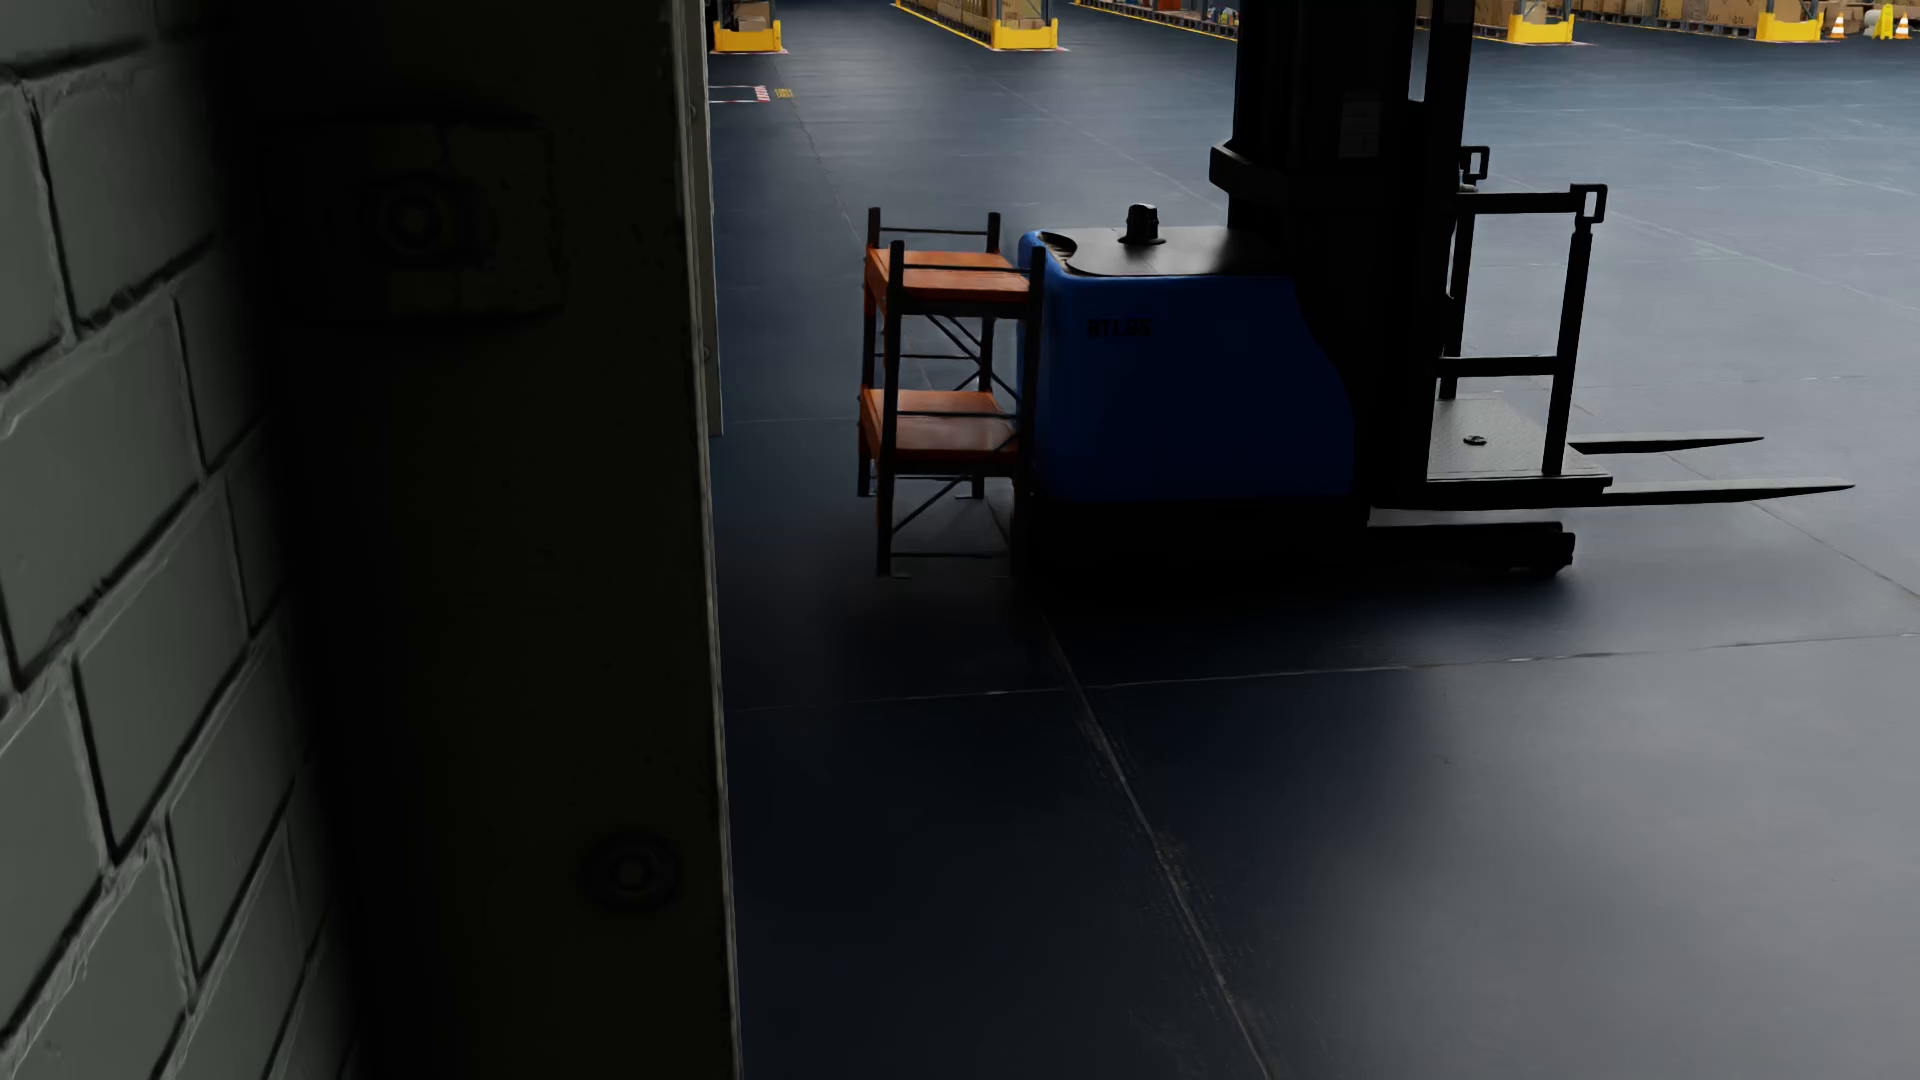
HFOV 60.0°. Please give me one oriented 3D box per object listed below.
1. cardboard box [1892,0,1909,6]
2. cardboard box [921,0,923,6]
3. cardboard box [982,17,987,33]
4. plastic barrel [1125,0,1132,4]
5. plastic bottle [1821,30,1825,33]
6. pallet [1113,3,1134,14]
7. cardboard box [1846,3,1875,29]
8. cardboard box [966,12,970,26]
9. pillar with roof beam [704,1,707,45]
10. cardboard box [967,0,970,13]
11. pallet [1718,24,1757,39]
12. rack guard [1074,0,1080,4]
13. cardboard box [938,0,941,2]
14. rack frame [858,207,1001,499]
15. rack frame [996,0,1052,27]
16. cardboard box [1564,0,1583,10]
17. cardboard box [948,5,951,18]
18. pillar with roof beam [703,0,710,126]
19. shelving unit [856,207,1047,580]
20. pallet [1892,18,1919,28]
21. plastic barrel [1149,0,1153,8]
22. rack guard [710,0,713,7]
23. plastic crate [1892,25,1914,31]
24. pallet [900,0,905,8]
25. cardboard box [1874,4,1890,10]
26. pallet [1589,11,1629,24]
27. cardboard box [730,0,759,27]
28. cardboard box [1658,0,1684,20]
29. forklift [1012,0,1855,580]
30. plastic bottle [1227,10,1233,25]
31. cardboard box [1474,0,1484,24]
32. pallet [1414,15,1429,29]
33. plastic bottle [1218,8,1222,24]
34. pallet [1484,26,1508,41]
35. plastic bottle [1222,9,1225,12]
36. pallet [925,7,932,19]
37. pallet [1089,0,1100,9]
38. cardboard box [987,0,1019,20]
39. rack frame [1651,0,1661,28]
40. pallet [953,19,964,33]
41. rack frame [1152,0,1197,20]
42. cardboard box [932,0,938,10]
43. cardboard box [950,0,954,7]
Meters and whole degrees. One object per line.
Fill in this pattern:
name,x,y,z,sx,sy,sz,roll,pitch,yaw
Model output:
cardboard box,20.092,-11.541,35.086,0.500,0.500,0.500,-2,21,-6
cardboard box,-0.661,-13.126,40.018,0.500,0.500,0.500,-3,21,-7
cardboard box,0.698,-9.552,30.834,0.500,0.250,0.500,-3,21,-8
plastic barrel,4.386,-13.728,41.084,0.600,0.901,0.708,-3,21,-8
plastic bottle,17.456,-10.366,33.884,0.133,0.061,0.283,-11,23,-26
pallet,4.394,-13.128,41.064,1.003,0.211,1.213,-3,21,-8
cardboard box,18.993,-11.074,35.148,0.500,0.500,0.500,12,24,29
cardboard box,0.409,-10.245,32.688,0.500,0.250,0.500,-3,21,-8
pillar with roof beam,-0.446,-13.275,28.899,9.100,9.000,0.400,-3,21,-8
cardboard box,0.412,-10.596,32.557,0.500,0.500,0.500,-3,21,-8
pallet,15.685,-9.980,32.636,1.003,0.211,1.213,-3,21,-8
rack guard,3.731,-14.925,45.463,1.175,0.500,0.348,-3,21,-8
cardboard box,-0.216,-12.045,36.708,0.500,0.311,0.500,-2,21,-6
rack frame,-0.126,-0.709,6.453,0.500,1.125,0.032,1,17,-8
rack frame,1.152,-10.300,29.507,1.000,3.000,0.127,-3,21,-8
cardboard box,14.724,-12.711,38.577,1.050,0.750,0.750,-3,21,-8
cardboard box,0.011,-11.251,35.384,0.500,0.250,0.500,-2,21,-7
pillar with roof beam,1.283,-9.121,17.775,9.100,9.000,0.400,-3,21,-8
shelving unit,-0.065,-0.560,5.971,0.538,1.125,1.048,1,17,-8
pallet,20.317,-11.146,35.758,1.003,0.211,1.213,-3,21,-8
plastic barrel,4.644,-12.710,38.913,0.421,0.512,0.421,0,20,0
rack guard,-6.059,-14.426,44.127,1.175,0.500,0.348,-3,21,-8
plastic crate,19.600,-10.731,34.833,0.402,0.080,0.583,-11,23,-26
pallet,-1.028,-14.231,44.018,1.003,0.211,1.213,-3,21,-8
cardboard box,20.003,-11.374,35.712,0.500,0.250,0.500,-4,21,-10
pallet,14.936,-11.779,37.452,1.003,0.211,1.213,-3,21,-8
cardboard box,-4.137,-10.112,31.947,0.500,0.500,0.500,-4,21,-12
cardboard box,15.323,-11.379,34.832,0.875,0.875,0.875,-3,21,-7
forklift,1.755,-1.431,5.858,3.031,2.935,1.130,-2,21,-5
plastic bottle,5.326,-10.229,32.582,0.152,0.276,0.135,-3,21,-9
cardboard box,10.654,-10.660,33.443,0.500,0.500,0.500,-5,21,-13
pallet,10.265,-11.147,35.759,1.003,0.211,1.213,-3,21,-8
plastic bottle,5.193,-10.442,33.141,0.061,0.283,0.133,-2,21,-5
pallet,10.862,-9.802,32.158,1.003,0.211,1.213,-3,21,-8
plastic bottle,5.269,-10.447,33.171,0.097,0.271,0.097,0,20,0
pallet,-0.244,-12.446,39.237,1.003,0.211,1.213,-3,21,-8
pallet,4.001,-14.073,43.595,1.003,0.211,1.213,-3,21,-8
cardboard box,0.780,-9.731,30.241,0.500,0.500,0.500,-3,21,-8
rack frame,15.301,-12.399,35.126,1.000,3.000,0.127,-3,21,-8
pallet,0.430,-10.632,34.381,1.003,0.211,1.213,-3,21,-8
rack frame,4.901,-13.319,37.589,1.000,3.000,0.127,-3,21,-8
cardboard box,-0.368,-12.417,38.119,0.500,0.500,0.500,-2,21,-6
cardboard box,0.082,-11.335,34.806,0.500,0.311,0.500,-3,21,-8
